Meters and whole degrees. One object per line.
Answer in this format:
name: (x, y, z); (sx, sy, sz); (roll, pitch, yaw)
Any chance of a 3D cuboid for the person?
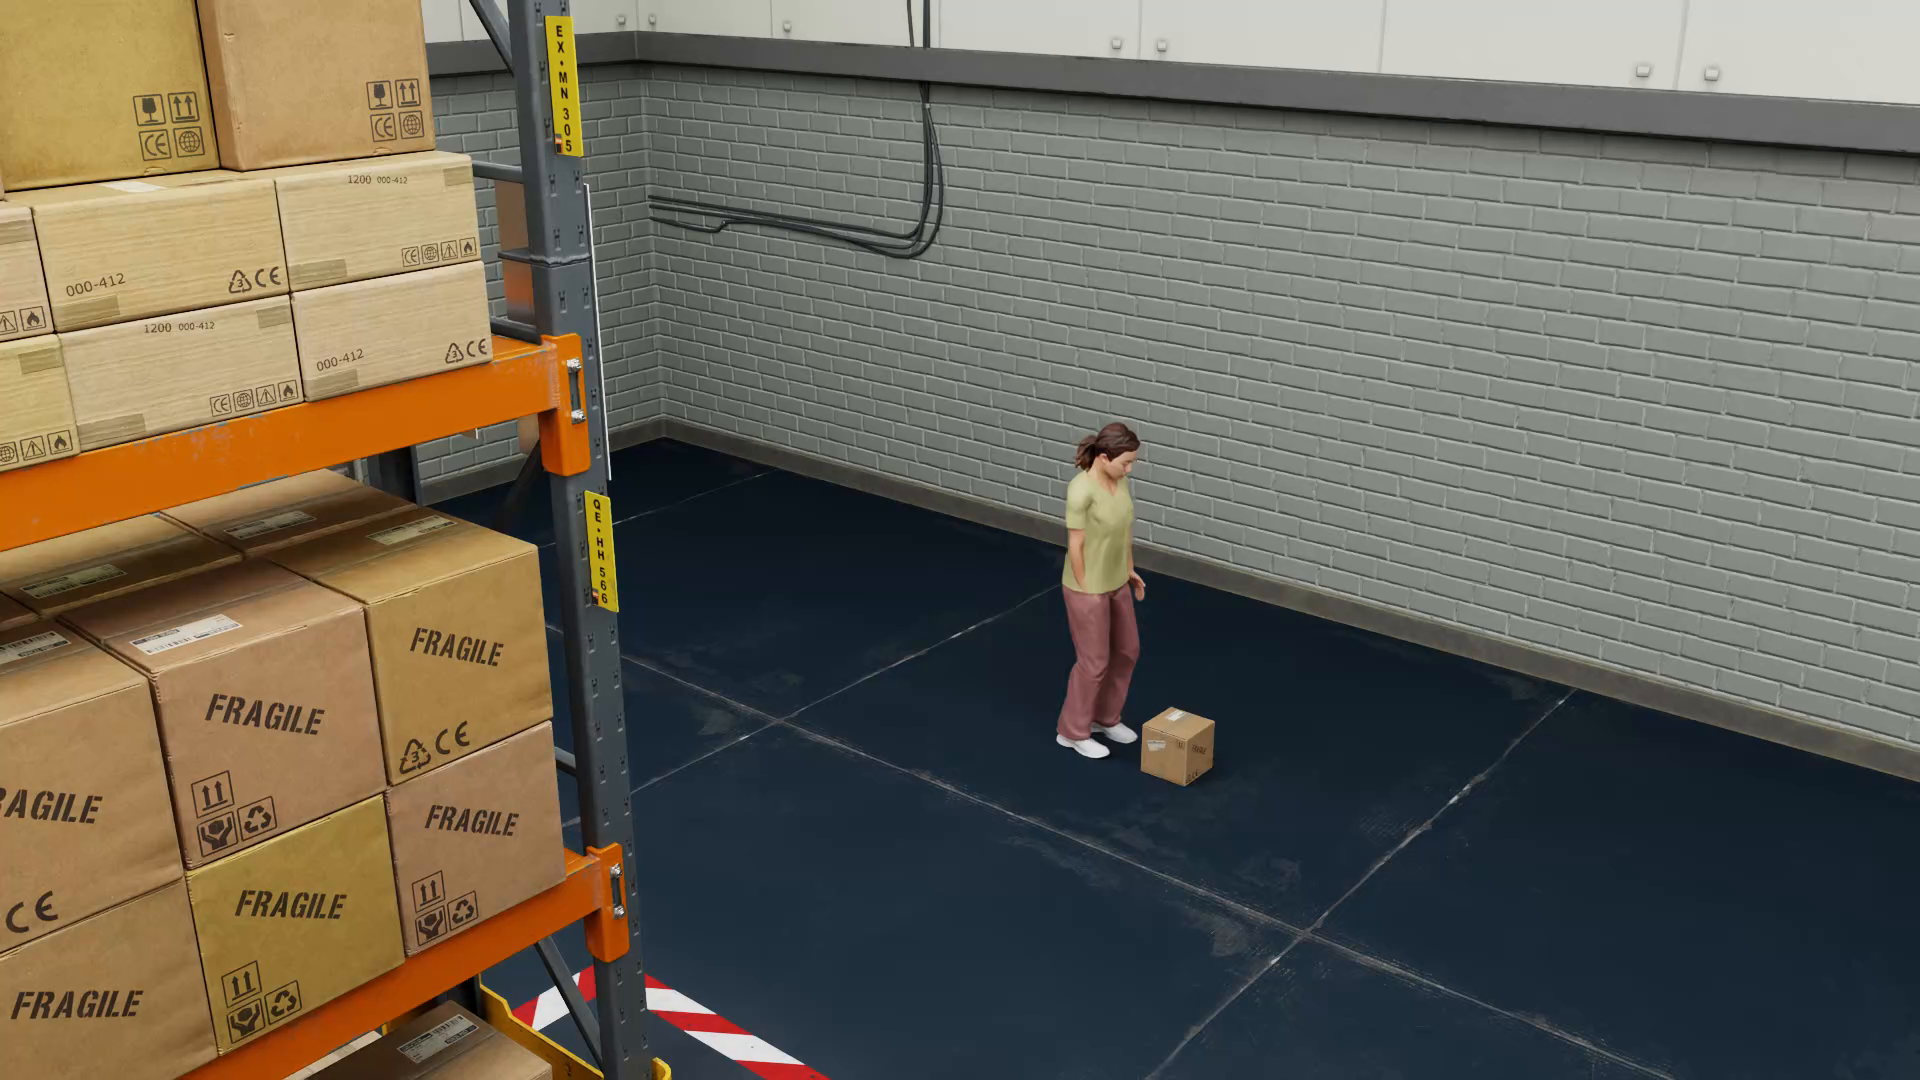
person: (0.684, 0.223, 8.015); (0.351, 1.659, 0.458); (17, 26, 38)
